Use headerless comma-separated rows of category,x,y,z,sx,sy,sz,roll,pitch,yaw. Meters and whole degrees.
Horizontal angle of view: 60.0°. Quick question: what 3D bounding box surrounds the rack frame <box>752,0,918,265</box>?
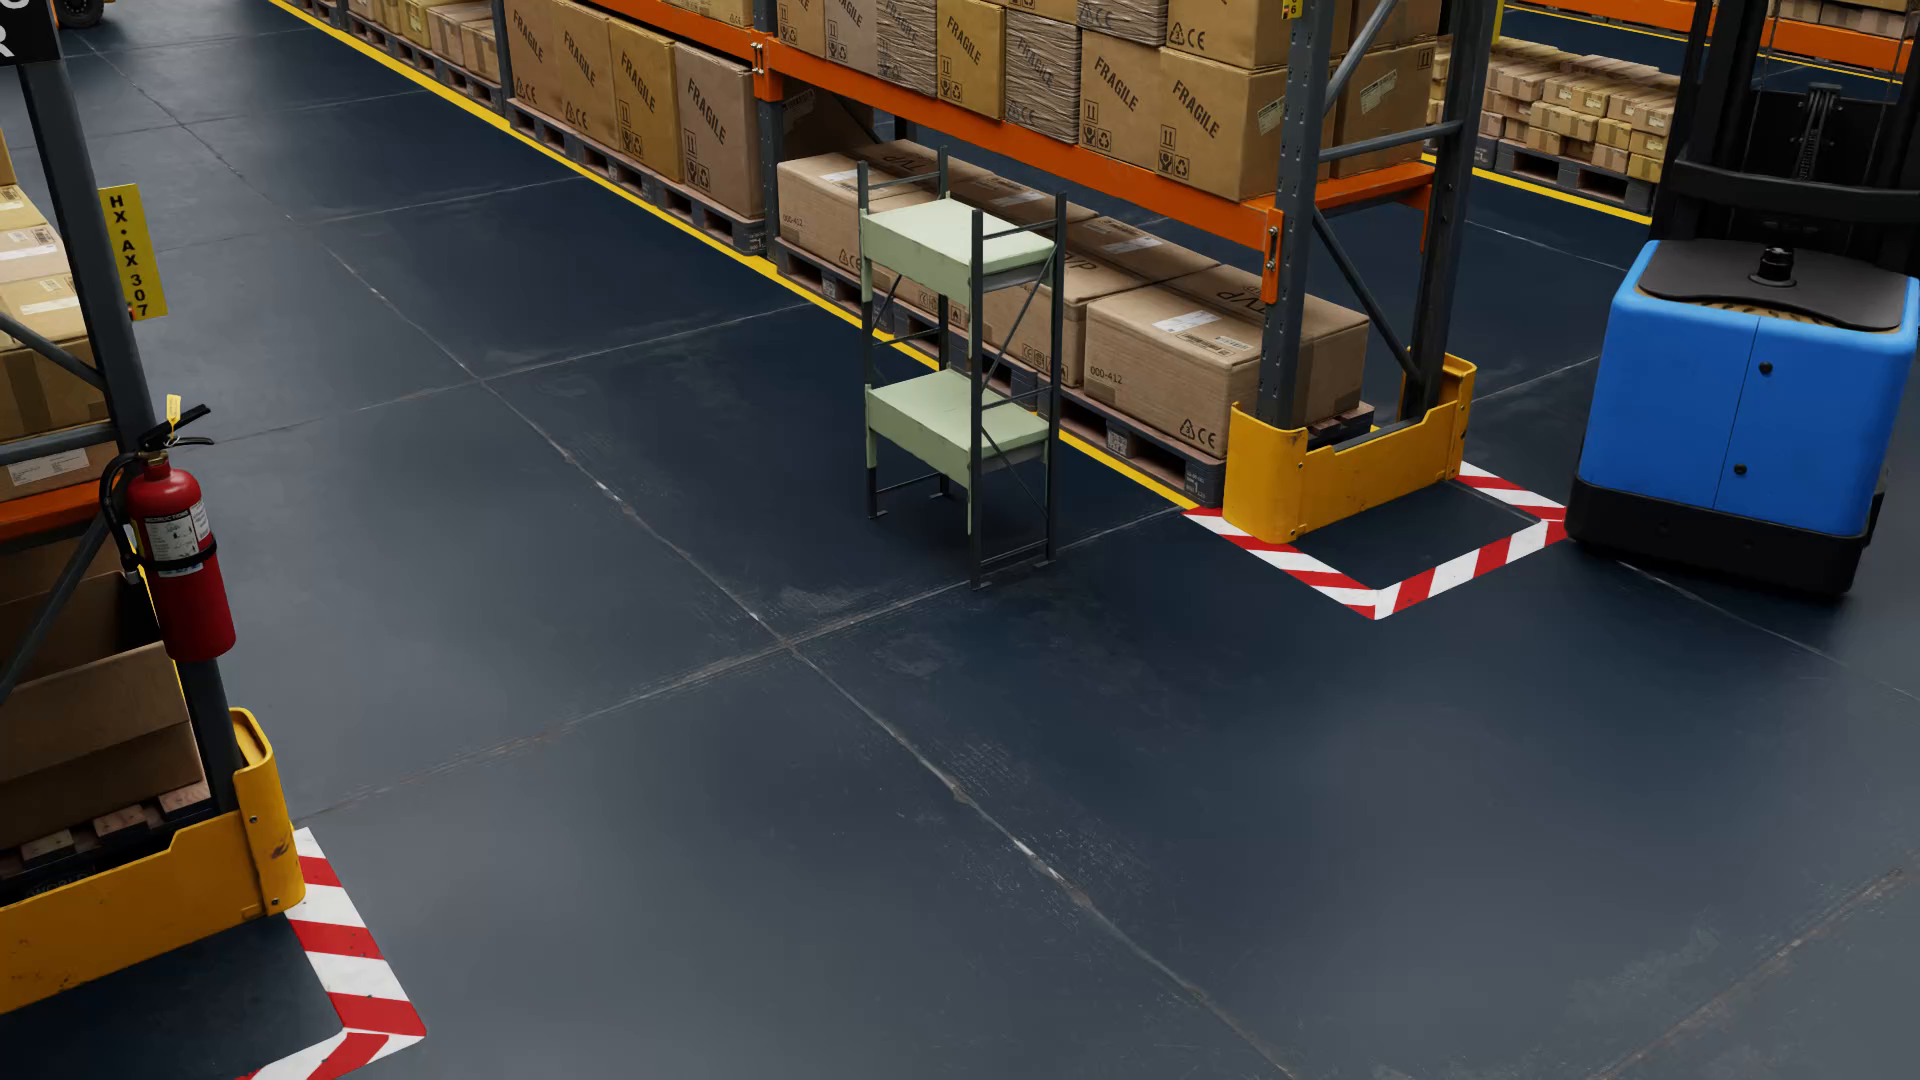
rack frame,-0.692,-3.079,9.277,1.000,3.000,0.127,-19,34,-31

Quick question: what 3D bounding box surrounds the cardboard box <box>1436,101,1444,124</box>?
cardboard box,3.572,-3.005,11.687,0.380,0.149,0.250,-19,34,-31

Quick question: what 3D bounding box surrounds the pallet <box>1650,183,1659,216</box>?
pallet,5.115,-2.064,10.329,1.003,0.211,1.213,-19,34,-31

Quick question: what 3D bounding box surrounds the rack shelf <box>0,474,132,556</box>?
rack shelf,-3.573,-0.610,5.484,1.077,0.370,4.000,-19,34,-31

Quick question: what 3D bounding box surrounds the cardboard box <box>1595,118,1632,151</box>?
cardboard box,4.316,-2.627,10.679,0.380,0.149,0.250,-17,33,-28

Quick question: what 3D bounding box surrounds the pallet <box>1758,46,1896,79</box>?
pallet,7.758,-4.280,14.410,1.003,0.211,1.213,-19,34,-31

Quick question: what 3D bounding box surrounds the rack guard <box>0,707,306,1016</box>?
rack guard,-2.457,0.920,4.532,1.175,0.500,0.348,-19,34,-31

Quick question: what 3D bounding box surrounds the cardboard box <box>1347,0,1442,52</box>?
cardboard box,1.582,-2.273,6.640,0.500,0.500,0.500,-20,34,-32

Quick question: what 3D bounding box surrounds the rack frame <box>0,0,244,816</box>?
rack frame,-2.413,-0.149,3.881,1.000,3.000,0.127,-19,34,-31

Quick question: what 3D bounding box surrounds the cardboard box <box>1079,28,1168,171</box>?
cardboard box,0.854,-1.882,6.967,0.500,0.500,0.500,-20,34,-32

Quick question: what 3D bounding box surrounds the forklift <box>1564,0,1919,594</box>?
forklift,3.581,-1.756,6.913,1.130,2.935,3.031,15,32,25

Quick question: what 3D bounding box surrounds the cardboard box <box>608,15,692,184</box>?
cardboard box,-1.647,-2.898,10.730,0.875,0.875,0.875,-18,33,-29

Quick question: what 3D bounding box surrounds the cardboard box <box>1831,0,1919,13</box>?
cardboard box,5.131,-3.212,9.105,0.500,0.500,0.500,-18,33,-30

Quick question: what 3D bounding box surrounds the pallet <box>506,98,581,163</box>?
pallet,-2.617,-3.082,12.203,1.003,0.211,1.213,-19,34,-31

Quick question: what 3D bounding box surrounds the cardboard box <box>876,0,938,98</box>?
cardboard box,-0.062,-2.477,8.062,0.500,0.500,0.500,-19,34,-30

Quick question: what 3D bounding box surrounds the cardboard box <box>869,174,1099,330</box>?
cardboard box,0.104,-1.516,8.644,0.875,0.438,0.875,-20,34,-32

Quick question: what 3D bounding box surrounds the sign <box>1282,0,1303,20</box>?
sign,1.178,-1.993,5.814,0.100,0.325,0.005,-19,34,-31

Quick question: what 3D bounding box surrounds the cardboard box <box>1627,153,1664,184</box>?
cardboard box,4.459,-2.385,10.546,0.380,0.149,0.250,-20,35,-33

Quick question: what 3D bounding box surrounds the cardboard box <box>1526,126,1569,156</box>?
cardboard box,4.017,-2.697,11.120,0.380,0.149,0.250,-20,34,-32

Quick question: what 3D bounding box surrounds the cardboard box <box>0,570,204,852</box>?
cardboard box,-2.691,0.500,4.863,0.797,0.503,0.637,-20,34,-33

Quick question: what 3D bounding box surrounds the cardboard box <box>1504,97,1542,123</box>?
cardboard box,3.916,-2.945,11.264,0.380,0.149,0.250,-17,33,-28

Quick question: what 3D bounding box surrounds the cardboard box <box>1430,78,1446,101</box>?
cardboard box,3.451,-3.248,11.824,0.380,0.149,0.250,-19,34,-30

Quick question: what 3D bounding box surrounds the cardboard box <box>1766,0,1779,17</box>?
cardboard box,4.744,-3.165,9.698,0.380,0.149,0.250,-18,33,-29

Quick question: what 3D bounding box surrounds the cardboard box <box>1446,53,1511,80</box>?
cardboard box,3.611,-3.283,11.575,0.380,0.149,0.250,-19,34,-31

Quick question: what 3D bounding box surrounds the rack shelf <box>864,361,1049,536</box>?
rack shelf,-0.004,-0.375,6.552,0.431,0.370,0.720,-19,34,-31

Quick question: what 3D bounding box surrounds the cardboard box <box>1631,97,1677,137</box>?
cardboard box,4.436,-2.649,10.409,0.380,0.149,0.250,-17,33,-29

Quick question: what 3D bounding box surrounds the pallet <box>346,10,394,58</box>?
pallet,-4.880,-4.662,15.113,1.003,0.211,1.213,-19,34,-31

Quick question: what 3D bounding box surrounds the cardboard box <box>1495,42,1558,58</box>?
cardboard box,4.030,-3.433,11.852,0.380,0.149,0.250,-19,34,-31

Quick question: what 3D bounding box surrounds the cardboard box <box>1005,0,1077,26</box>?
cardboard box,0.543,-2.517,7.090,0.500,0.500,0.500,-19,34,-31

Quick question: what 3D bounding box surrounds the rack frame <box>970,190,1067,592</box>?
rack frame,0.208,-0.519,6.135,0.400,1.500,0.023,-19,34,-31

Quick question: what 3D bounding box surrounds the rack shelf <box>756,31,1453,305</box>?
rack shelf,0.468,-1.986,8.017,1.077,0.370,4.000,-19,34,-31

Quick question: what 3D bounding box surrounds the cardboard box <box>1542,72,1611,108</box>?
cardboard box,4.087,-2.983,11.024,0.380,0.149,0.250,-20,35,-33

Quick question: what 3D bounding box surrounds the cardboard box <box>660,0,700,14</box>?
cardboard box,-1.452,-3.316,9.871,0.500,0.250,0.500,-19,34,-31

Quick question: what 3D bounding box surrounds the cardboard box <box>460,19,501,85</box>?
cardboard box,-3.332,-3.887,13.077,0.950,0.372,0.625,-21,35,-34

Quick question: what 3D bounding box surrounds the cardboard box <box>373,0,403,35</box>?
cardboard box,-4.607,-4.738,14.644,0.950,0.372,0.625,-17,33,-28

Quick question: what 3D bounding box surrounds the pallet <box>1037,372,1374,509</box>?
pallet,1.100,-0.588,7.612,1.003,0.211,1.213,-19,34,-31

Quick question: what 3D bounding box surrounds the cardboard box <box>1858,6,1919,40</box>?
cardboard box,5.182,-2.872,9.159,0.380,0.149,0.250,-19,34,-31

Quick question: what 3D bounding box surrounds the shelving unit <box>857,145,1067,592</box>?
shelving unit,-0.004,-0.662,6.397,0.431,1.500,0.755,-19,34,-31

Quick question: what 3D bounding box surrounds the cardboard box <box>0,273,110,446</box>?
cardboard box,-2.457,-0.465,4.308,0.500,0.250,0.500,-19,34,-30

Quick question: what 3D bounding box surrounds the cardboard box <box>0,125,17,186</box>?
cardboard box,-3.327,-1.377,5.203,0.500,0.500,0.500,-18,33,-29

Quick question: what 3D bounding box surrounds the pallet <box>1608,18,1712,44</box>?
pallet,6.871,-4.877,15.508,1.003,0.211,1.213,-19,34,-31

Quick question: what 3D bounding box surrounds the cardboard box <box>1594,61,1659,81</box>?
cardboard box,4.516,-3.129,11.293,0.380,0.149,0.250,-20,34,-32
